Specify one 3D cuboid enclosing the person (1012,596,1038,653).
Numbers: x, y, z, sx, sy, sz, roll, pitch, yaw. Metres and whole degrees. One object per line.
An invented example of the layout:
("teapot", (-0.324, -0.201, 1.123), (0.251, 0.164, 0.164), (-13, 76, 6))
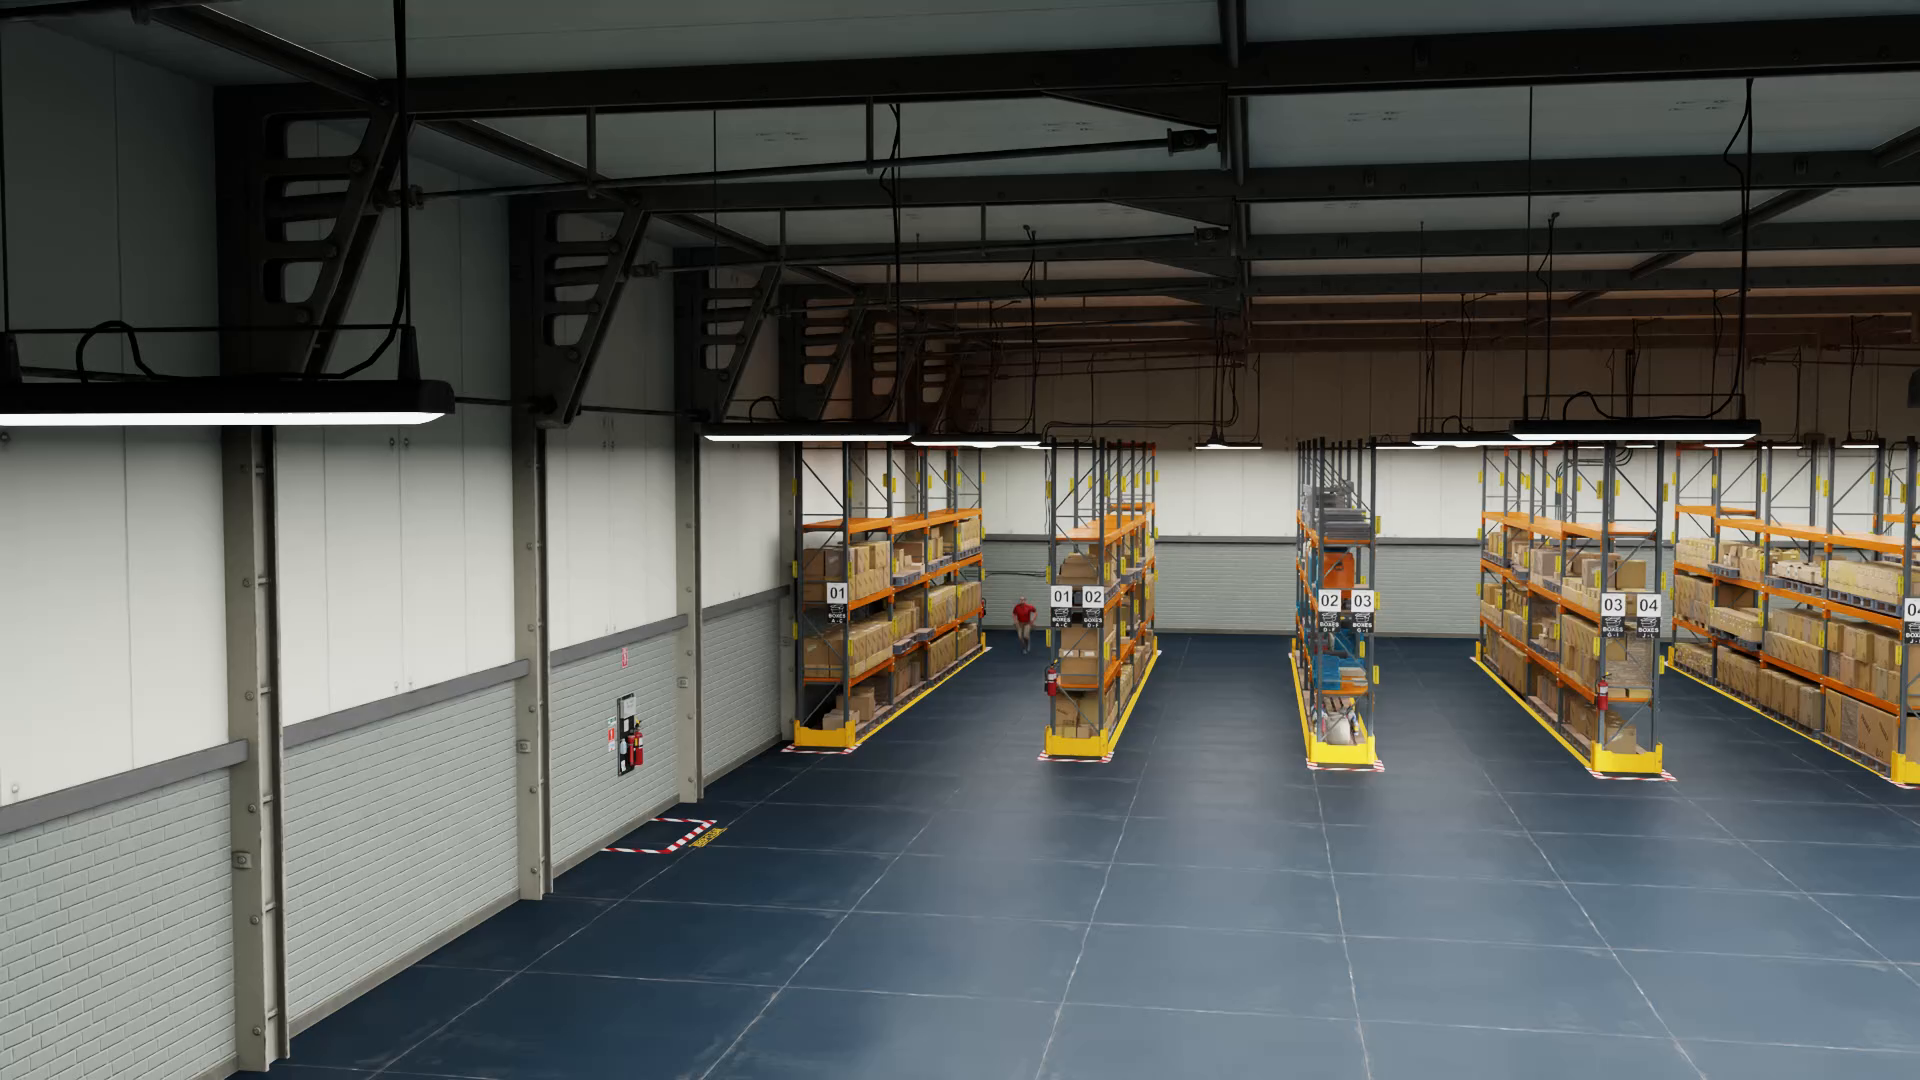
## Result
("person", (1.845, 2.411, 47.194), (0.705, 1.643, 0.737), (1, 3, 18))
